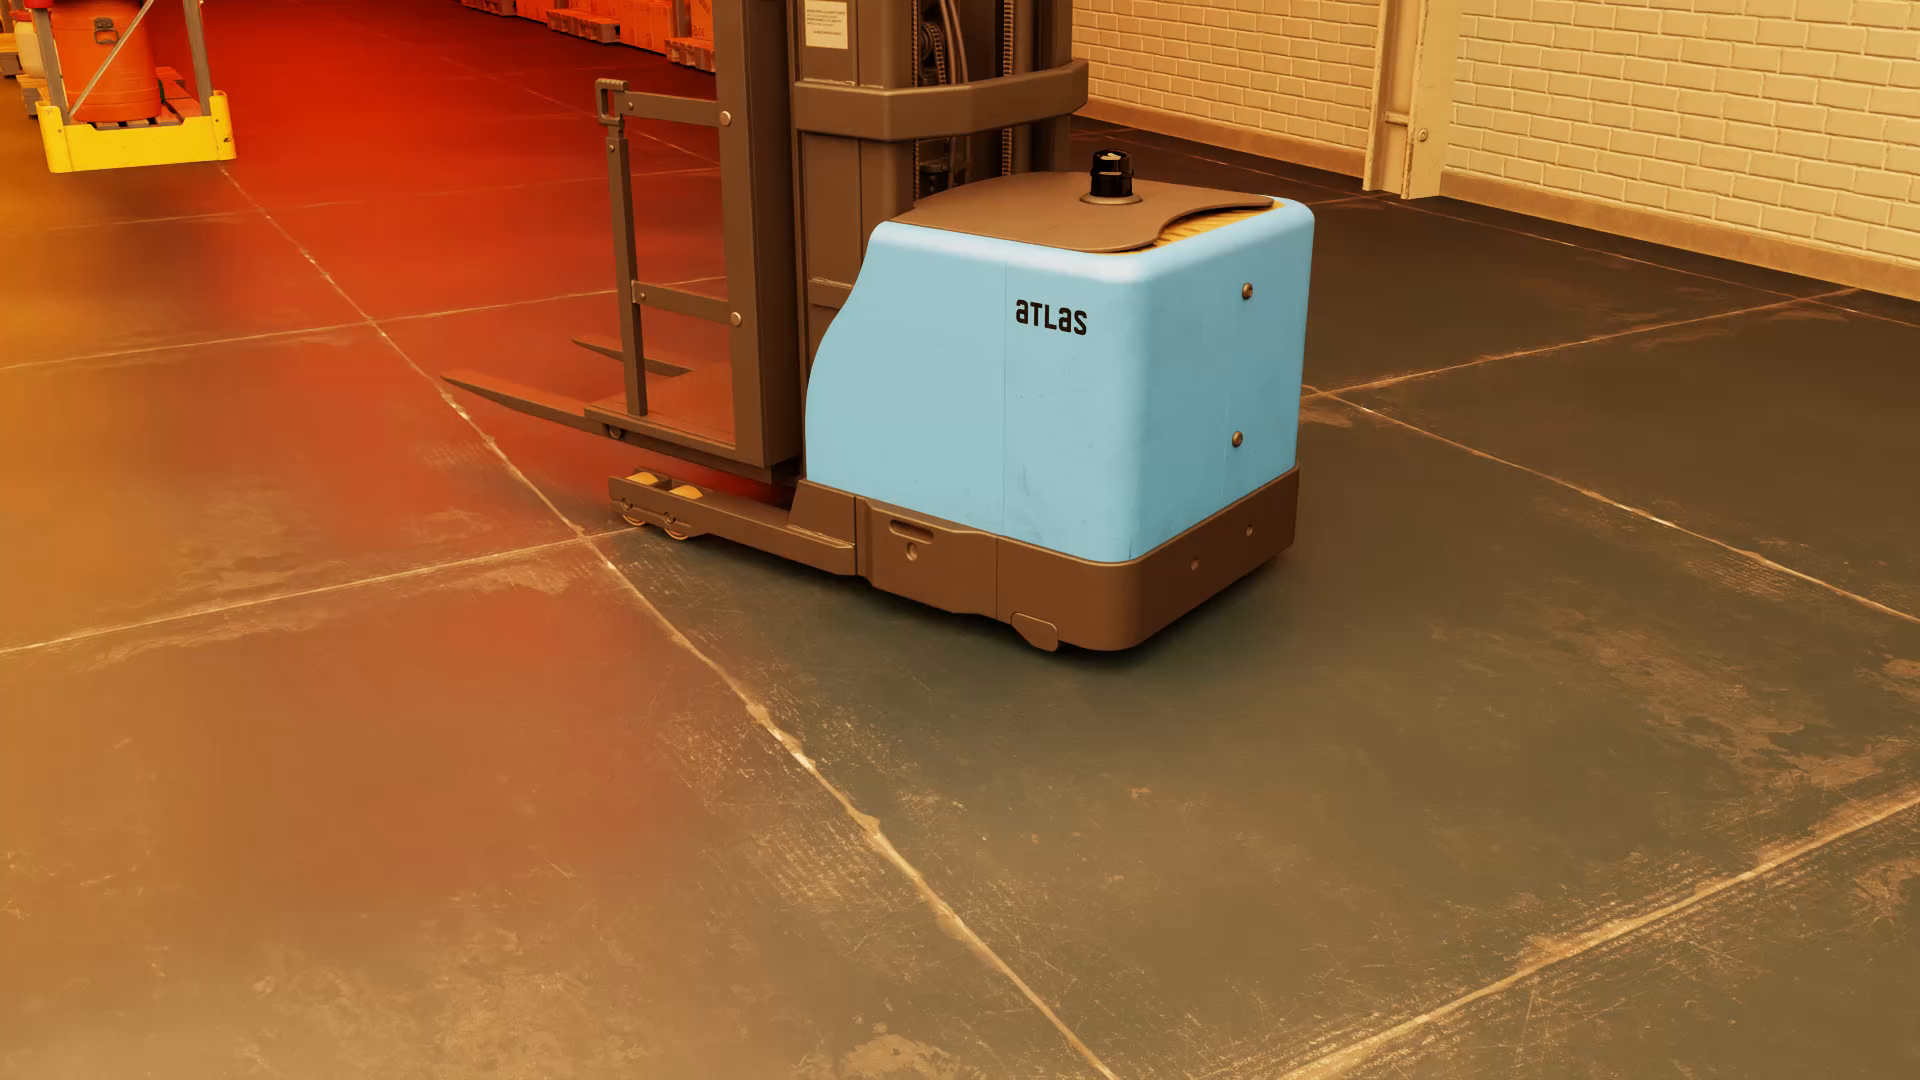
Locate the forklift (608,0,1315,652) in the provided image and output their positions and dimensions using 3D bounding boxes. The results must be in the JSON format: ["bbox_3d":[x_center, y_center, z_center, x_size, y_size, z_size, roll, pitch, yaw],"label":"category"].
[{"bbox_3d":[-0.481,-1.497,4.922,3.031,2.935,1.130,16,27,34],"label":"forklift"}]
